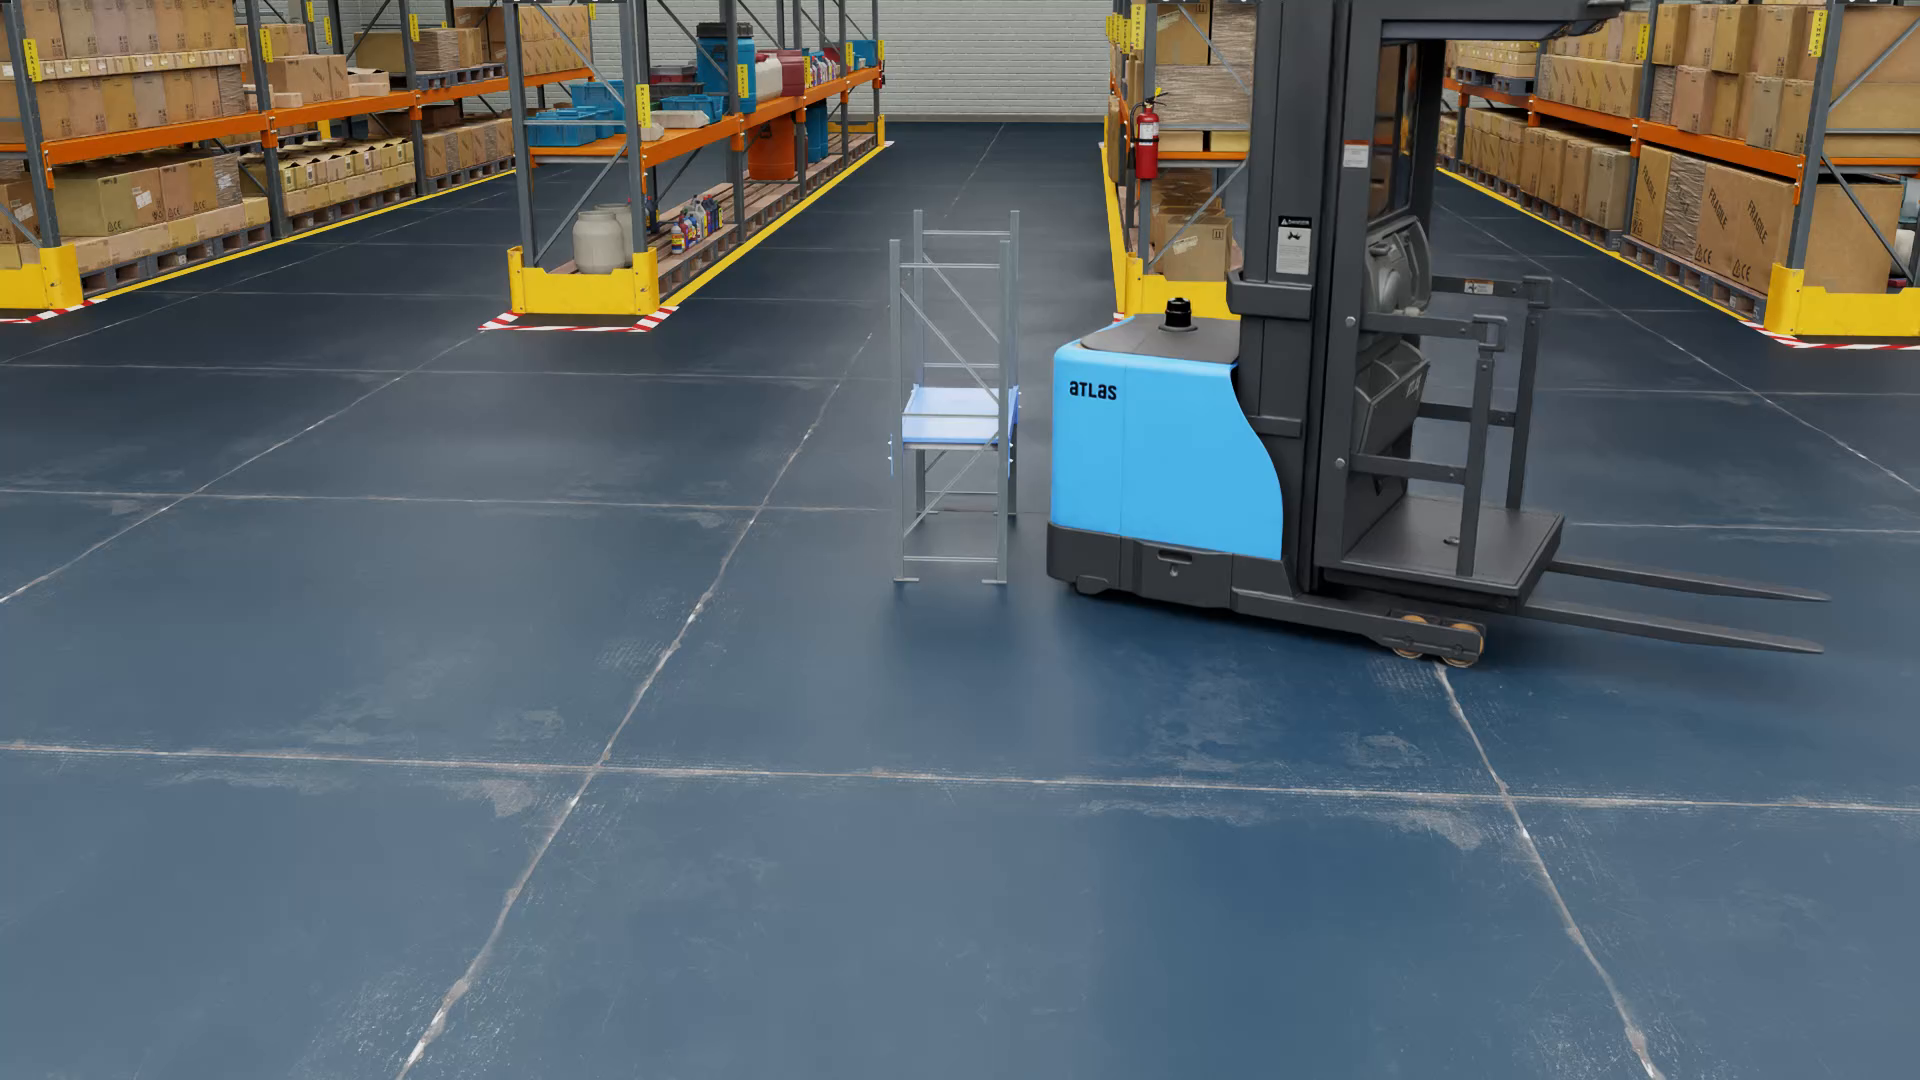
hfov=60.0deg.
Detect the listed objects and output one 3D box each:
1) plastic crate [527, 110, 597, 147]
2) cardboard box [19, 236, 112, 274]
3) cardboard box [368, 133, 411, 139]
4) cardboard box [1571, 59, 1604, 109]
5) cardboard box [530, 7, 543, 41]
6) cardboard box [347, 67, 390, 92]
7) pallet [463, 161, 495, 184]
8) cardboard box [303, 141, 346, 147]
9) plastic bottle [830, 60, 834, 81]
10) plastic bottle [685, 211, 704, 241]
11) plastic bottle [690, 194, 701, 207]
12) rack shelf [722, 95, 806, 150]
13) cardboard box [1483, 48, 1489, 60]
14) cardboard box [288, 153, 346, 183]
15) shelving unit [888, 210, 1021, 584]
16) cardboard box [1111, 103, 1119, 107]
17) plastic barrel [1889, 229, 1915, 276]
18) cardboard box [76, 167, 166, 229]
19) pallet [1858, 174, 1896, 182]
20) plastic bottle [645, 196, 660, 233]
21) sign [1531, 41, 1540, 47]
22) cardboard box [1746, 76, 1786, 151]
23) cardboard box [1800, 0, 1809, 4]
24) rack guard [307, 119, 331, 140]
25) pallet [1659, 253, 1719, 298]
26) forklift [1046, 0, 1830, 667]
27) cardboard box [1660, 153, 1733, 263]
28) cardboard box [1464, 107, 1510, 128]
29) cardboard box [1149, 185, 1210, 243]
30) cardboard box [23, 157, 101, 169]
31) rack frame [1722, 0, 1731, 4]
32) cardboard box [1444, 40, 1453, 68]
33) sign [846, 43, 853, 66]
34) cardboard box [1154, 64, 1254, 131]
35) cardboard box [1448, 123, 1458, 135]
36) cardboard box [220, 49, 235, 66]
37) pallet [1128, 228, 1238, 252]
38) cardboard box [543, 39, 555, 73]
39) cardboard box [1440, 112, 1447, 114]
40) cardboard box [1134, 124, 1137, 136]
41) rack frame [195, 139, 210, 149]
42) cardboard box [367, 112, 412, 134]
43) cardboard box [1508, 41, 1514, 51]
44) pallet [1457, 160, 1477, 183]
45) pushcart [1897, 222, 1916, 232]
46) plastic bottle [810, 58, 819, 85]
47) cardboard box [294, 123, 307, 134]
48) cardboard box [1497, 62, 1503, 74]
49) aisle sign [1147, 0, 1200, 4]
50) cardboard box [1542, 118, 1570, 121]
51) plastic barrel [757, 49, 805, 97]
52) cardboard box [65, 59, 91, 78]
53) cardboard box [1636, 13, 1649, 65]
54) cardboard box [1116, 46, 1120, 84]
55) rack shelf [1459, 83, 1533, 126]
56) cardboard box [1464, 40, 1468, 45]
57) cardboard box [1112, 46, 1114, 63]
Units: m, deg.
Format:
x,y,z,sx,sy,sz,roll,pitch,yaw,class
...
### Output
x,y,z,sx,sy,sz,roll,pitch,yaw,class
-3.298,-3.384,13.673,0.499,0.251,0.616,1,18,4,plastic crate
-7.715,-2.459,14.352,0.500,0.250,0.500,1,18,4,cardboard box
-7.569,-5.206,22.302,0.500,0.500,0.500,2,18,6,cardboard box
7.009,-4.970,18.112,0.500,0.500,0.500,1,18,3,cardboard box
-6.764,-7.954,25.615,0.500,0.500,0.500,1,18,2,cardboard box
-7.472,-5.735,20.751,0.500,0.311,0.500,2,18,7,cardboard box
-7.221,-5.173,23.371,1.003,0.211,1.213,1,18,4,pallet
-7.762,-4.729,20.379,0.500,0.311,0.500,1,18,3,cardboard box
-1.852,-6.762,23.929,0.061,0.283,0.133,1,18,4,plastic bottle
-2.560,-3.033,16.030,0.152,0.276,0.135,2,18,5,plastic bottle
-2.651,-3.282,16.670,0.144,0.351,0.185,1,18,4,plastic bottle
-2.605,-4.814,18.954,1.077,0.370,4.000,1,18,4,rack shelf
7.108,-6.391,21.861,0.380,0.149,0.250,1,18,3,cardboard box
-7.334,-4.245,18.902,0.500,0.311,0.500,1,18,2,cardboard box
-0.006,-0.686,7.609,0.538,1.500,1.048,1,18,4,shelving unit
2.620,-5.347,22.163,1.225,0.875,0.875,1,18,4,cardboard box
8.580,-2.672,15.396,0.512,0.421,0.421,17,25,41,plastic barrel
-7.658,-3.126,15.184,0.500,0.500,0.500,1,18,4,cardboard box
12.585,-4.742,22.055,1.003,0.211,1.213,1,18,4,pallet
-3.076,-3.241,16.544,0.144,0.351,0.185,1,18,4,plastic bottle
6.877,-6.047,19.827,0.100,0.325,0.005,1,18,4,sign
6.844,-3.399,13.238,0.875,0.550,0.550,1,18,4,cardboard box
12.509,-7.857,24.277,0.380,0.149,0.250,1,18,3,cardboard box
-11.768,-7.303,29.407,1.175,0.500,0.348,1,18,4,rack guard
6.914,-2.343,14.734,1.003,0.211,1.213,1,18,4,pallet
1.924,-1.090,6.542,3.031,2.935,1.130,9,20,26,forklift
6.956,-2.998,14.995,0.875,0.875,0.875,1,18,4,cardboard box
7.389,-5.912,23.282,0.500,0.250,0.500,0,18,1,cardboard box
2.090,-3.135,16.013,0.500,0.500,0.500,7,20,21,cardboard box
-12.160,-5.402,22.370,0.750,0.750,0.750,1,18,3,cardboard box
12.937,-7.930,27.308,1.000,3.000,0.127,1,18,4,rack frame
7.497,-7.274,24.666,0.500,0.500,0.500,1,18,2,cardboard box
-1.626,-7.138,24.447,0.100,0.325,0.005,1,18,4,sign
1.972,-3.541,13.275,0.875,0.500,0.500,1,18,4,cardboard box
7.450,-6.091,24.644,0.380,0.149,0.250,2,18,5,cardboard box
-7.514,-4.837,16.664,0.380,0.149,0.250,1,18,3,cardboard box
2.179,-2.890,16.404,1.003,0.211,1.213,1,18,4,pallet
-6.735,-7.646,26.278,0.500,0.500,0.500,1,18,4,cardboard box
7.716,-6.893,27.092,0.380,0.149,0.250,2,18,5,cardboard box
1.722,-3.624,14.570,0.380,0.149,0.250,1,18,4,cardboard box
-12.056,-7.241,25.204,1.000,3.000,0.127,1,18,4,rack frame
-7.569,-5.580,22.239,0.500,0.250,0.500,2,18,6,cardboard box
7.017,-6.128,20.581,0.380,0.149,0.250,1,18,3,cardboard box
7.651,-5.200,23.454,1.003,0.211,1.213,1,18,4,pallet
9.799,-2.993,16.450,1.648,0.377,0.936,-5,19,-15,pushcart
-1.993,-6.361,22.599,0.144,0.351,0.185,1,18,4,plastic bottle
-11.720,-7.275,28.649,0.700,0.500,0.500,1,18,4,cardboard box
7.055,-6.003,21.154,0.380,0.149,0.250,1,18,3,cardboard box
1.601,-4.405,12.374,0.394,0.787,0.004,1,18,4,aisle sign
7.746,-5.259,21.291,0.500,0.250,0.500,1,18,3,cardboard box
-2.193,-5.691,20.256,0.600,0.536,0.708,1,18,4,plastic barrel
-7.697,-4.037,14.223,0.380,0.149,0.250,1,18,4,cardboard box
7.161,-4.959,16.475,0.700,0.500,0.500,1,18,3,cardboard box
2.412,-6.508,22.806,0.500,0.500,0.500,1,18,3,cardboard box
7.562,-5.804,21.974,1.077,0.370,4.000,1,18,4,rack shelf
7.204,-6.931,23.032,0.380,0.149,0.250,2,18,5,cardboard box
2.646,-7.599,26.059,0.500,0.250,0.500,1,18,3,cardboard box
